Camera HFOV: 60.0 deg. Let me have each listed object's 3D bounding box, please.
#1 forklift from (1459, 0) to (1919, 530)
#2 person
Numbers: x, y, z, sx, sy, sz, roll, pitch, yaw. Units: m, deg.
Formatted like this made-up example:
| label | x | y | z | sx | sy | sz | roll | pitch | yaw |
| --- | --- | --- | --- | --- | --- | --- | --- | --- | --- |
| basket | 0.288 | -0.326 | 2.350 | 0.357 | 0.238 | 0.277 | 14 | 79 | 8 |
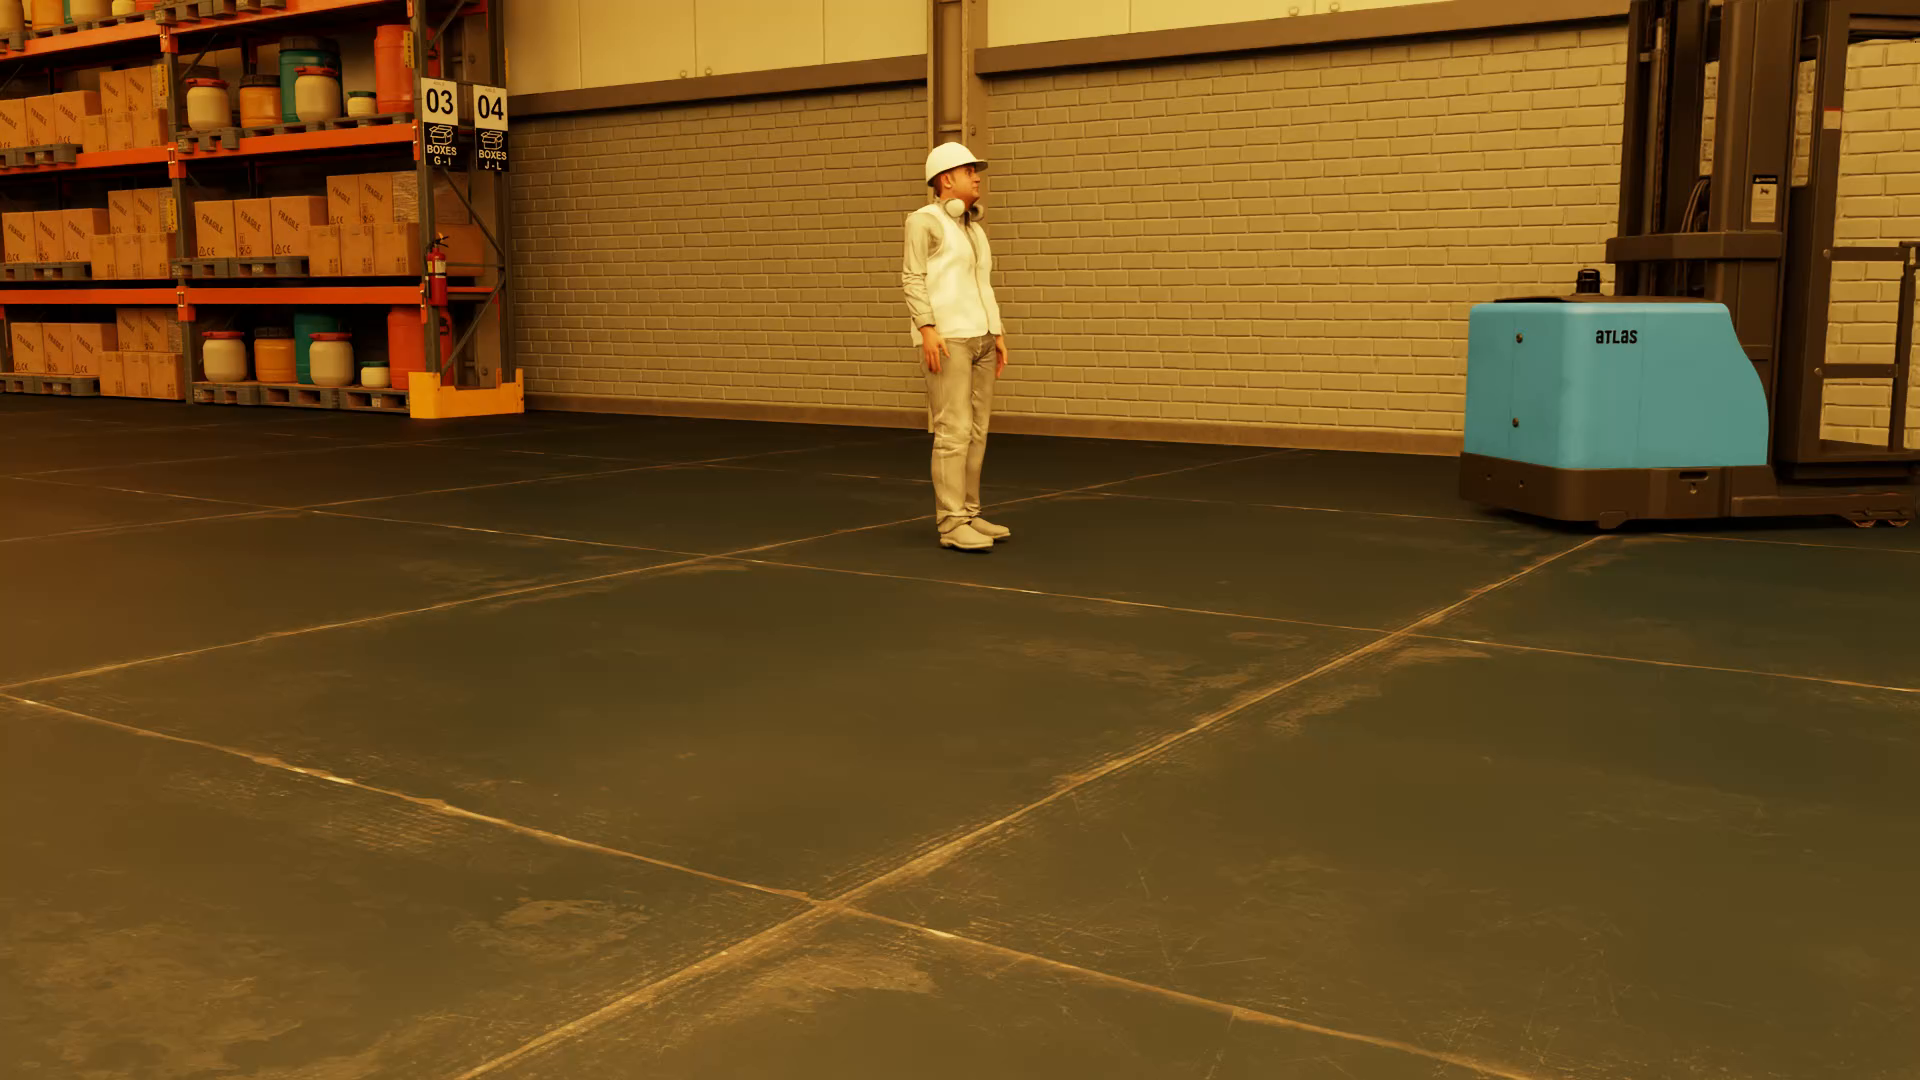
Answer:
| label | x | y | z | sx | sy | sz | roll | pitch | yaw |
| --- | --- | --- | --- | --- | --- | --- | --- | --- | --- |
| forklift | 4.158 | -1.580 | 8.307 | 3.031 | 2.935 | 1.130 | -2 | 8 | -12 |
| person | 0.048 | -0.880 | 7.437 | 0.566 | 1.775 | 0.634 | 5 | 10 | 34 |
